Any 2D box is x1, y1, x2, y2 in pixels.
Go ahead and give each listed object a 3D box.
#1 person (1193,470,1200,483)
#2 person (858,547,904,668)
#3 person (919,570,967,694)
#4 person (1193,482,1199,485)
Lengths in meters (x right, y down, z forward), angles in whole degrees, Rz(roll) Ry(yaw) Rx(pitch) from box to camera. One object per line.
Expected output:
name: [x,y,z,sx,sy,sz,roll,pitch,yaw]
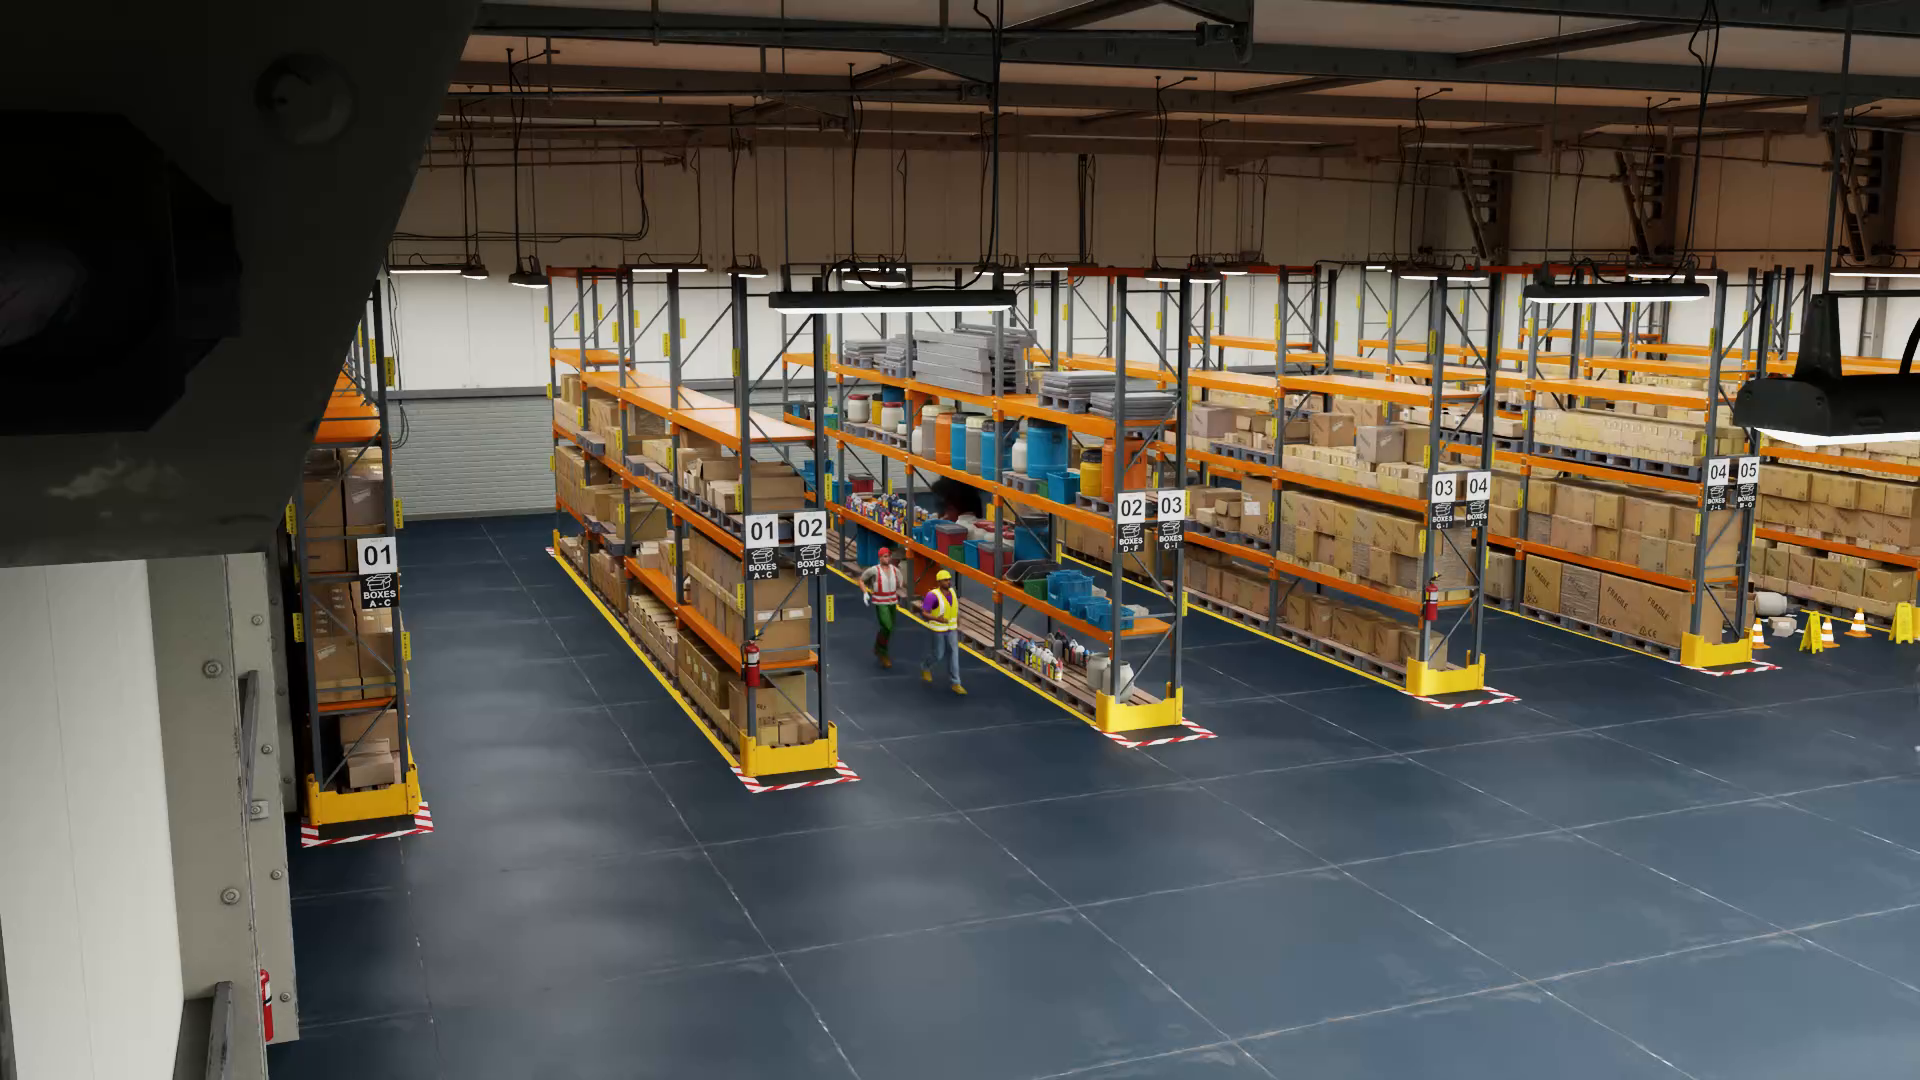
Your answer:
person: [6.116,-1.735,41.763,0.606,1.677,0.725,3,10,17]
person: [-1.153,1.020,25.575,0.642,1.837,0.760,-8,12,-37]
person: [-0.252,1.299,24.023,0.693,1.760,0.991,-7,12,-36]
person: [4.934,-0.398,34.095,0.600,1.658,0.577,-6,11,-30]
